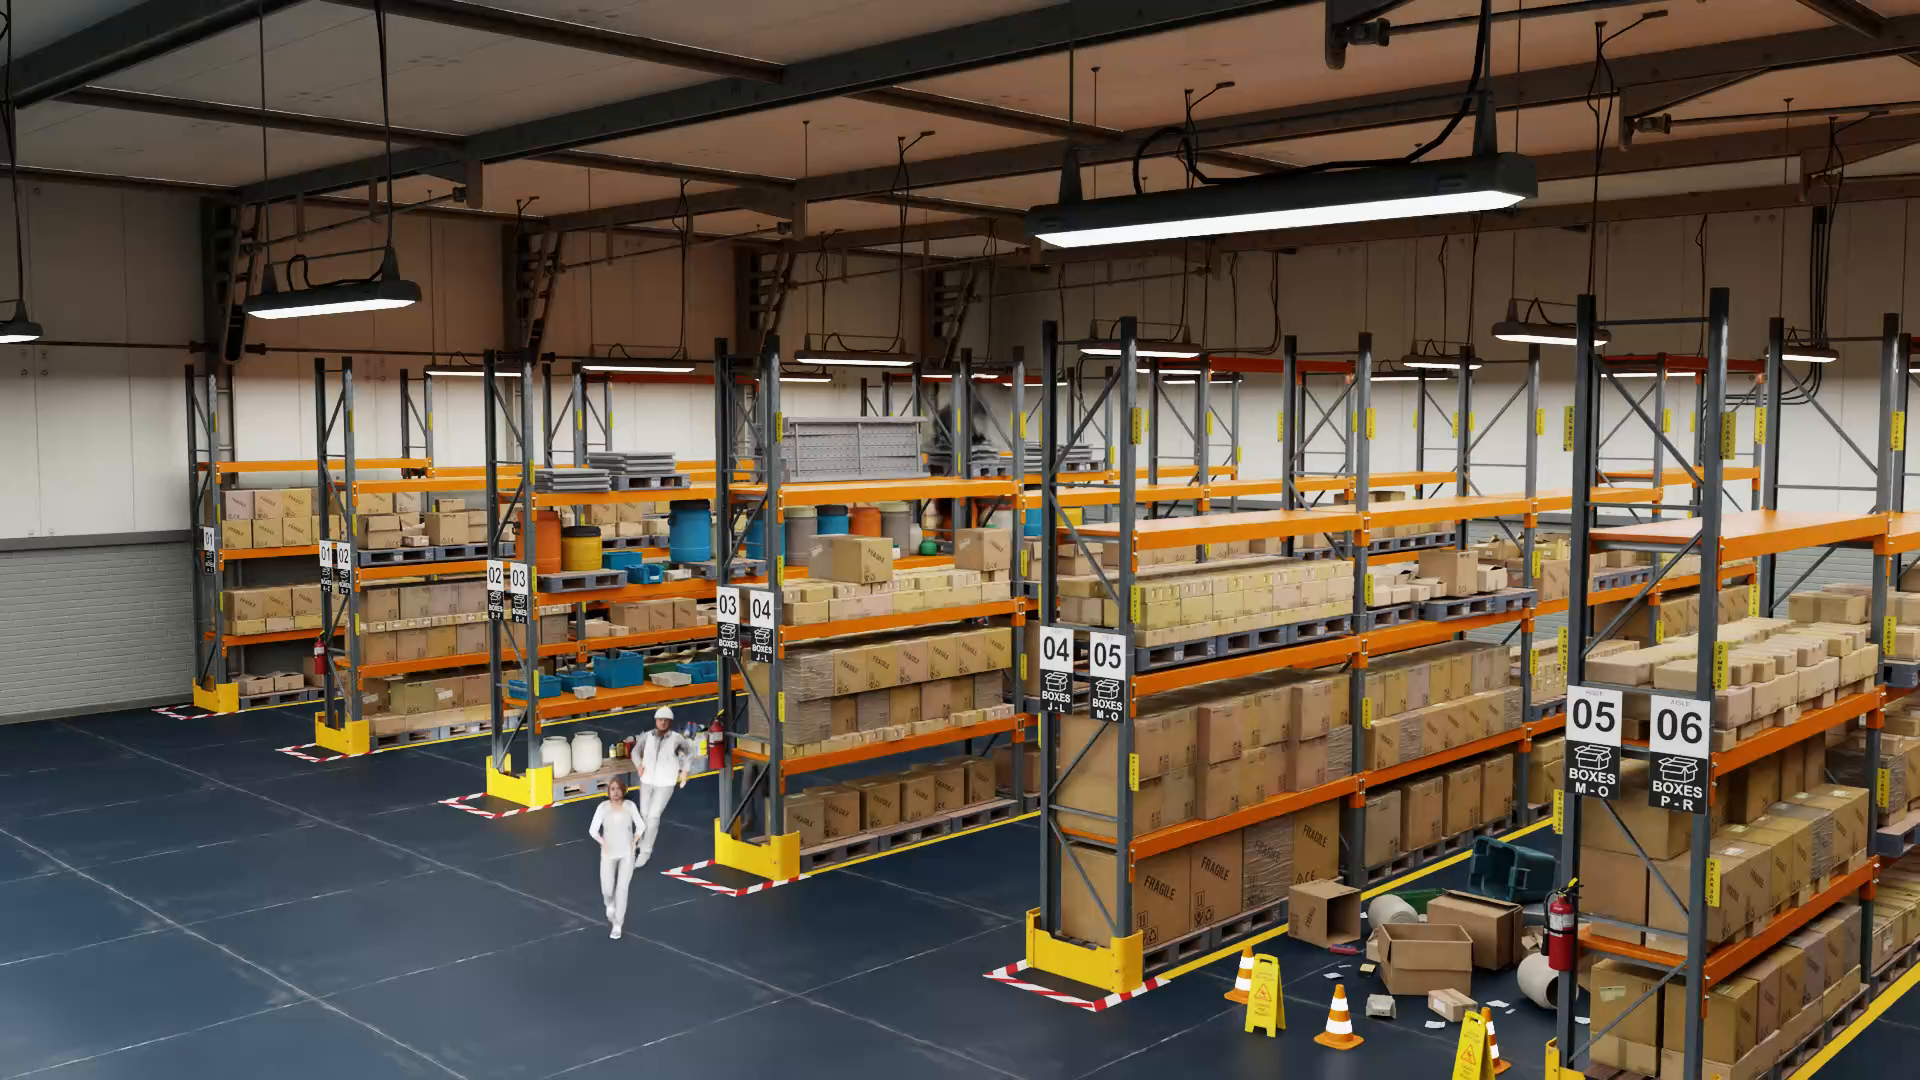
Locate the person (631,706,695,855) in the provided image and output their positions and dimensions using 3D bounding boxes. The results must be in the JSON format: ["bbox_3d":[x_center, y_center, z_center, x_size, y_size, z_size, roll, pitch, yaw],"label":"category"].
[{"bbox_3d":[-3.470,2.763,19.284,0.706,1.676,0.772,1,4,10],"label":"person"}]

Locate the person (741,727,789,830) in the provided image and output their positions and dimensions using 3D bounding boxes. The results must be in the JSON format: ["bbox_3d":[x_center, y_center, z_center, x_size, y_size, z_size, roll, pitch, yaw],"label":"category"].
[{"bbox_3d":[-2.472,2.865,20.733,0.547,1.416,0.815,4,6,40],"label":"person"}]

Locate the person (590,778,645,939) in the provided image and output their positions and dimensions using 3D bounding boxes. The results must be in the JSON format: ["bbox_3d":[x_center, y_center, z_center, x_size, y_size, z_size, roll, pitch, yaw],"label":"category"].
[{"bbox_3d":[-3.398,3.126,16.519,0.544,1.557,0.587,-1,4,-10],"label":"person"}]
